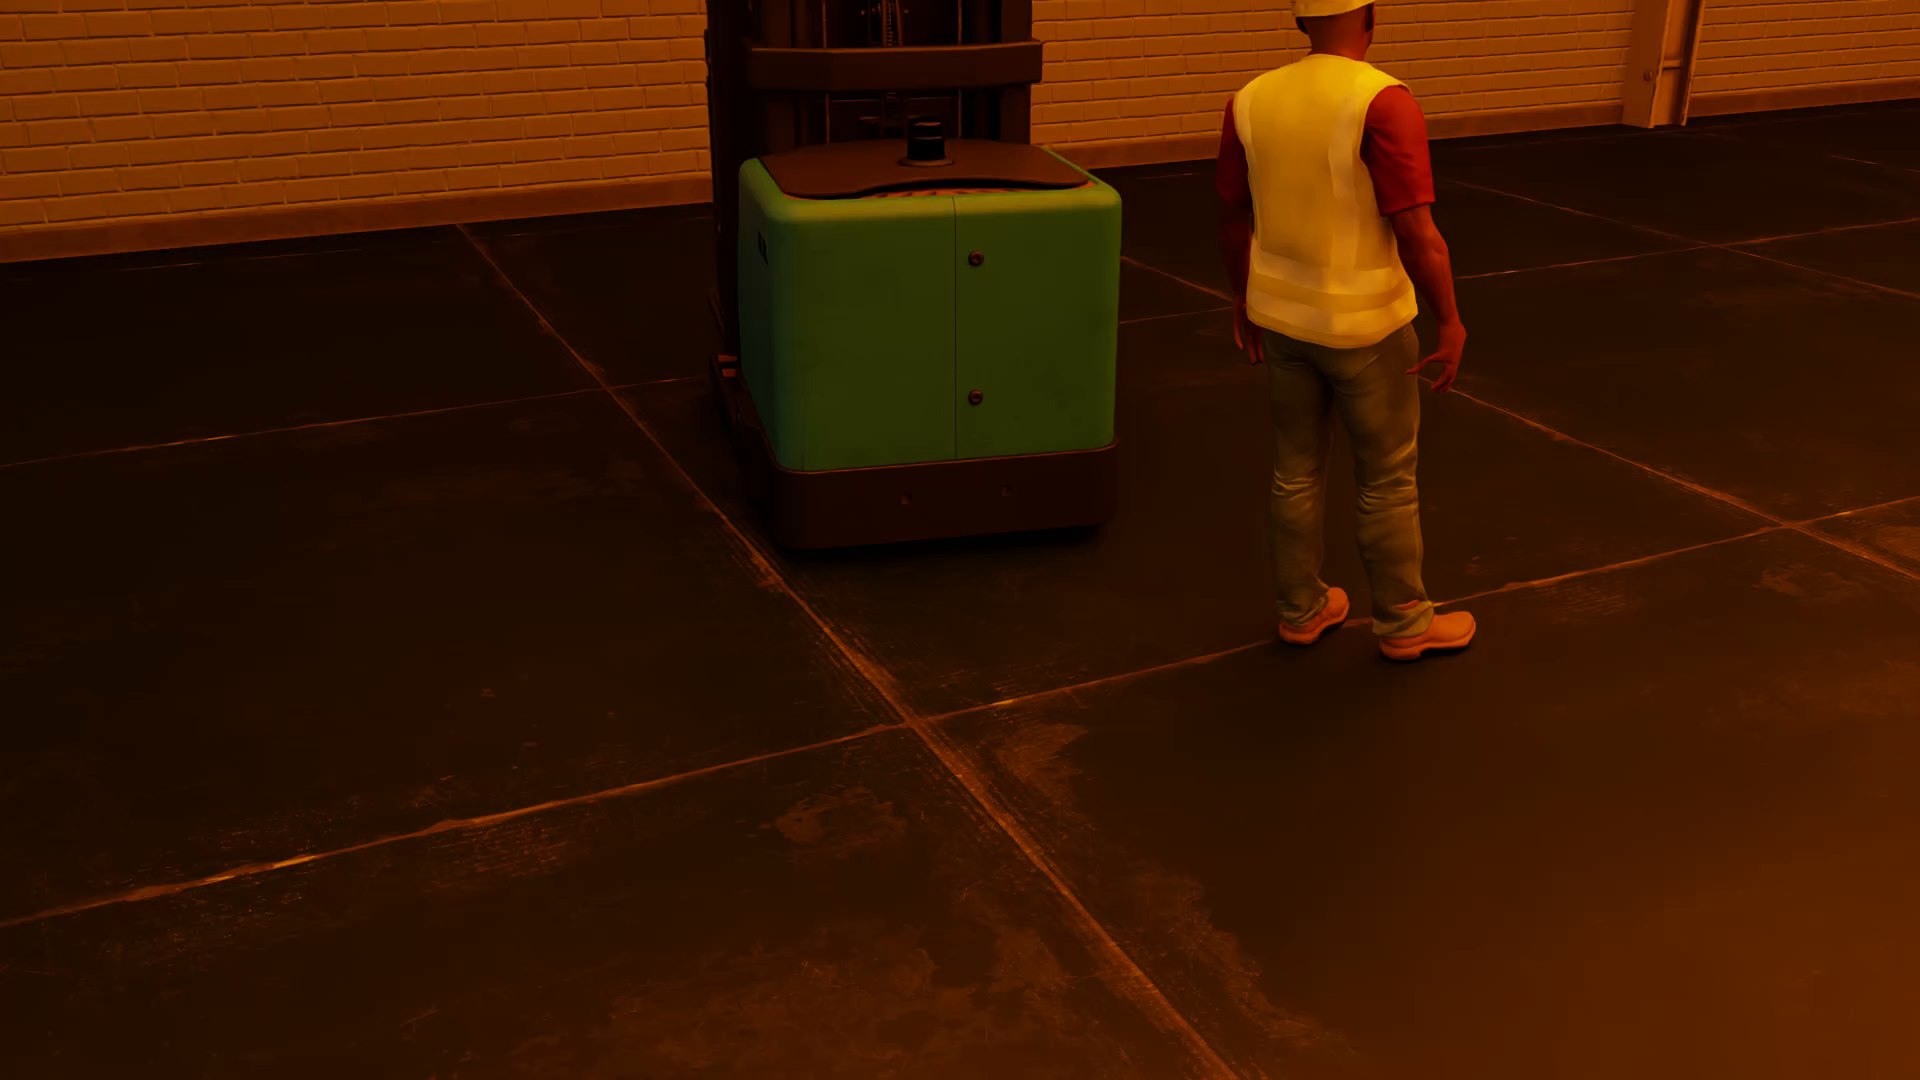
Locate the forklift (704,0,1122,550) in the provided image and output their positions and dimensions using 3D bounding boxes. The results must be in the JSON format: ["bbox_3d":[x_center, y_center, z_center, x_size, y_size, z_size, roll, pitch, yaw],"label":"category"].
[{"bbox_3d":[-0.353,-1.861,5.766,1.130,2.935,3.031,-5,23,-12],"label":"forklift"}]

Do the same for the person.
[{"bbox_3d":[0.980,-0.570,4.158,0.574,1.767,0.668,-19,29,-38],"label":"person"}]
